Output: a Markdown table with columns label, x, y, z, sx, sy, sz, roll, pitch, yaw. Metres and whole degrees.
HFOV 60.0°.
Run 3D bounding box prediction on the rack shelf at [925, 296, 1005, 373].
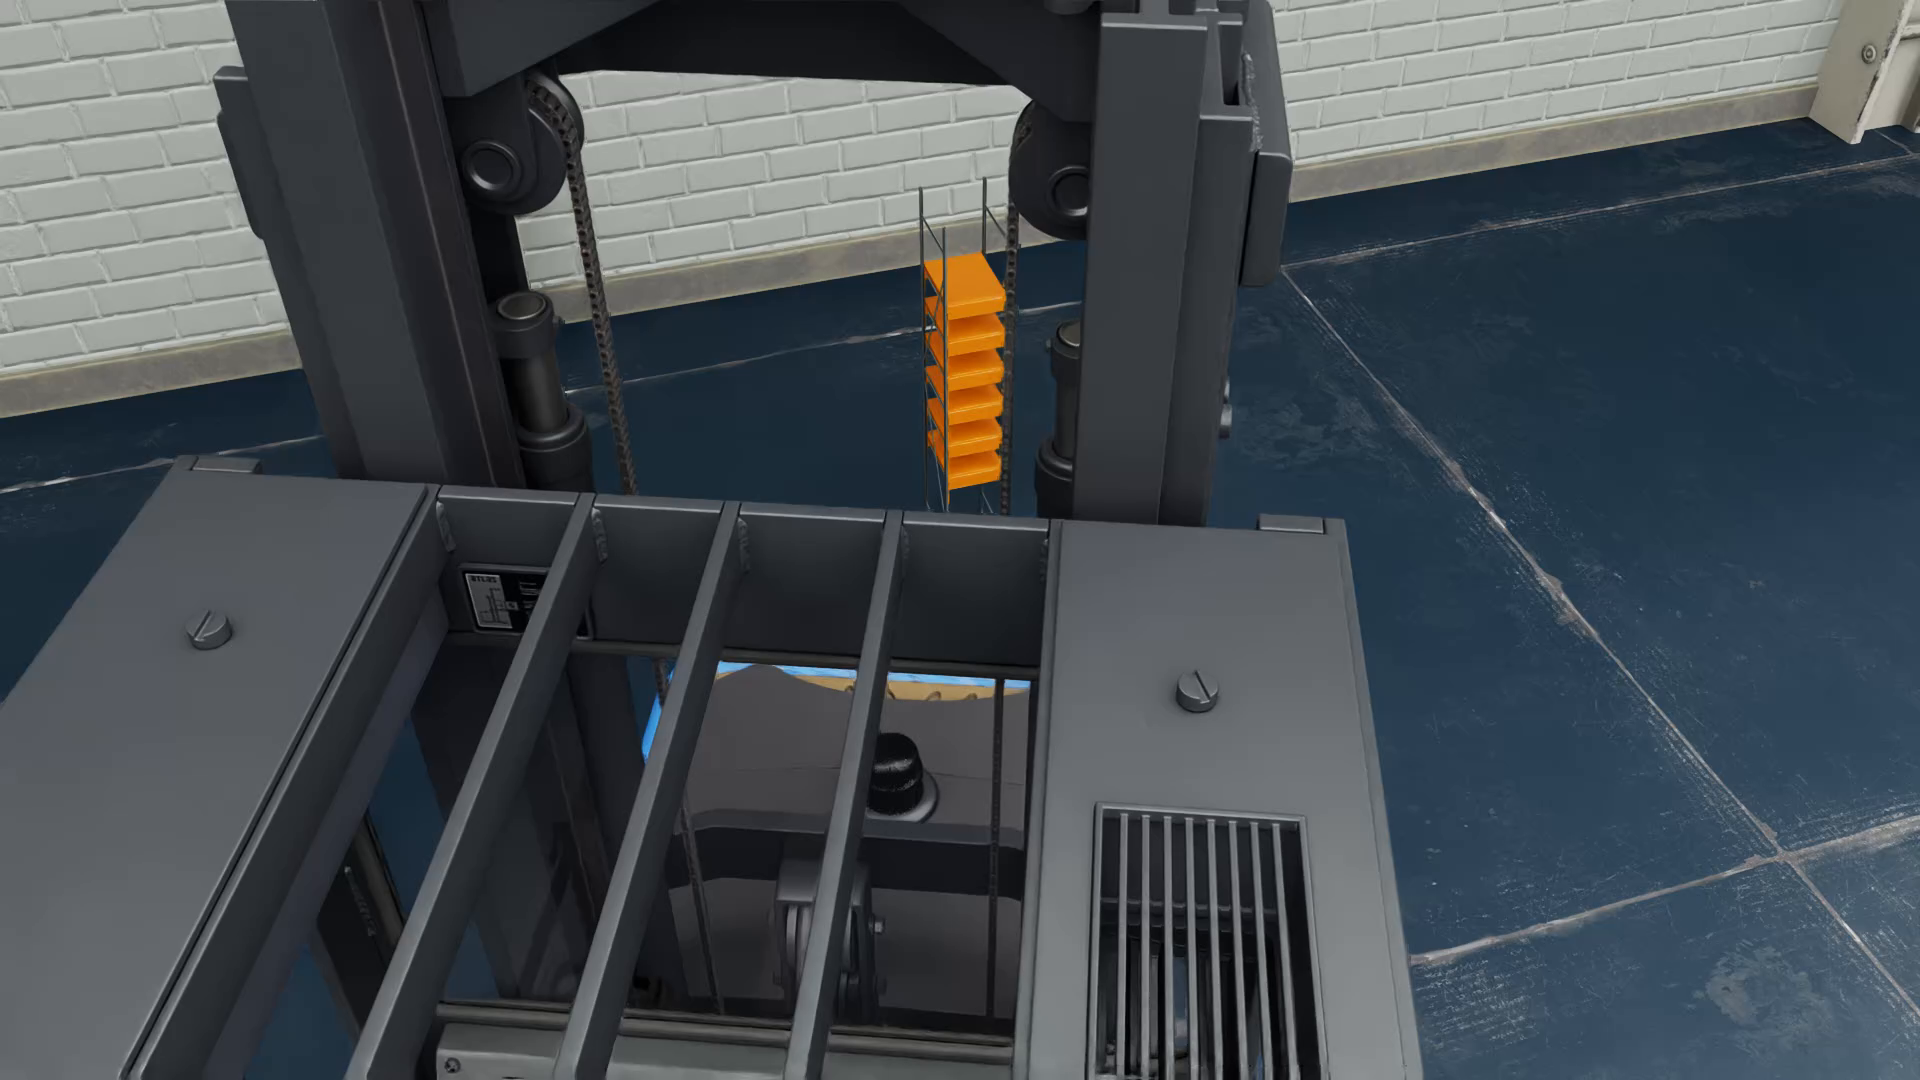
| label | x | y | z | sx | sy | sz | roll | pitch | yaw |
| --- | --- | --- | --- | --- | --- | --- | --- | --- | --- |
| rack shelf | 0.014 | -0.602 | 4.730 | 0.180 | 0.103 | 0.258 | -12 | 42 | -13 |

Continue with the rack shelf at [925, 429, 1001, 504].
| label | x | y | z | sx | sy | sz | roll | pitch | yaw |
| --- | --- | --- | --- | --- | --- | --- | --- | --- | --- |
| rack shelf | 0.014 | -0.241 | 5.046 | 0.180 | 0.103 | 0.258 | -12 | 42 | -13 |

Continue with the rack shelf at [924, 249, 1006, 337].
| label | x | y | z | sx | sy | sz | roll | pitch | yaw |
| --- | --- | --- | --- | --- | --- | --- | --- | --- | --- |
| rack shelf | 0.014 | -0.692 | 4.651 | 0.180 | 0.103 | 0.258 | -12 | 42 | -13 |

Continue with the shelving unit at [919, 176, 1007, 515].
| label | x | y | z | sx | sy | sz | roll | pitch | yaw |
| --- | --- | --- | --- | --- | --- | --- | --- | --- | --- |
| shelving unit | 0.014 | -0.455 | 4.859 | 0.189 | 1.200 | 0.258 | -12 | 42 | -13 |

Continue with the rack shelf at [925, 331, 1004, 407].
| label | x | y | z | sx | sy | sz | roll | pitch | yaw |
| --- | --- | --- | --- | --- | --- | --- | --- | --- | --- |
| rack shelf | 0.014 | -0.512 | 4.809 | 0.180 | 0.103 | 0.258 | -12 | 42 | -13 |

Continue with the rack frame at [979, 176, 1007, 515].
| label | x | y | z | sx | sy | sz | roll | pitch | yaw |
| --- | --- | --- | --- | --- | --- | --- | --- | --- | --- |
| rack frame | 0.101 | -0.473 | 4.879 | 0.006 | 1.200 | 0.240 | -12 | 42 | -13 |

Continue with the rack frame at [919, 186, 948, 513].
| label | x | y | z | sx | sy | sz | roll | pitch | yaw |
| --- | --- | --- | --- | --- | --- | --- | --- | --- | --- |
| rack frame | -0.073 | -0.437 | 4.838 | 0.006 | 1.200 | 0.240 | -12 | 42 | -13 |

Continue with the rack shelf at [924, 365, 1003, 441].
| label | x | y | z | sx | sy | sz | roll | pitch | yaw |
| --- | --- | --- | --- | --- | --- | --- | --- | --- | --- |
| rack shelf | 0.014 | -0.421 | 4.888 | 0.180 | 0.103 | 0.258 | -12 | 42 | -13 |

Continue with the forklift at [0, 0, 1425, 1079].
| label | x | y | z | sx | sy | sz | roll | pitch | yaw |
| --- | --- | --- | --- | --- | --- | --- | --- | --- | --- |
| forklift | -0.220 | 0.924 | 1.965 | 1.130 | 2.935 | 3.031 | 3 | 41 | 4 |

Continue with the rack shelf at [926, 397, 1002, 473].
| label | x | y | z | sx | sy | sz | roll | pitch | yaw |
| --- | --- | --- | --- | --- | --- | --- | --- | --- | --- |
| rack shelf | 0.014 | -0.331 | 4.967 | 0.180 | 0.103 | 0.258 | -12 | 42 | -13 |

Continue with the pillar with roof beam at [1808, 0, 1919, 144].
| label | x | y | z | sx | sy | sz | roll | pitch | yaw |
| --- | --- | --- | --- | --- | --- | --- | --- | --- | --- |
| pillar with roof beam | 5.299 | -2.540 | 1.318 | 0.400 | 9.000 | 9.100 | -12 | 42 | -13 |
